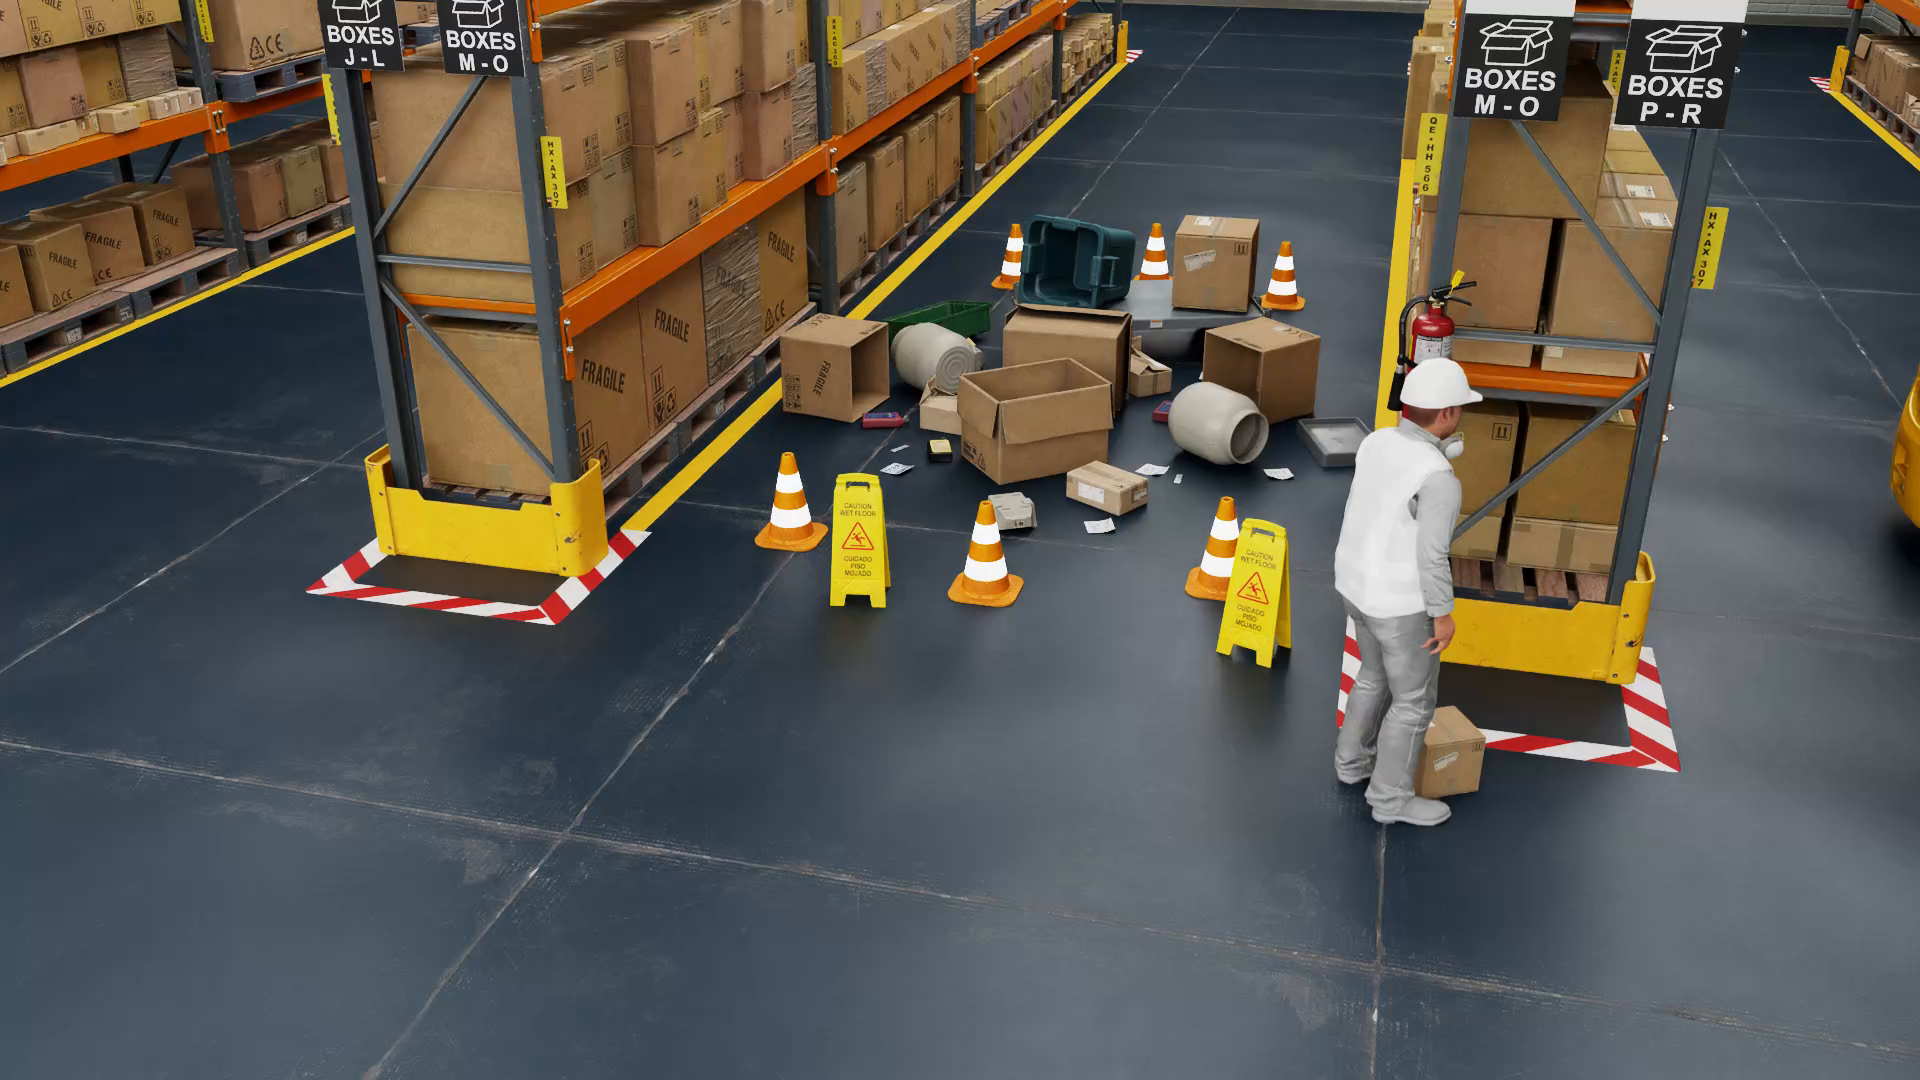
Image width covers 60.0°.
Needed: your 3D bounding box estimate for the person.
[{"bbox_3d":[1.638,0.185,6.186,0.463,1.768,0.594,-7,26,-15],"label":"person"}]
